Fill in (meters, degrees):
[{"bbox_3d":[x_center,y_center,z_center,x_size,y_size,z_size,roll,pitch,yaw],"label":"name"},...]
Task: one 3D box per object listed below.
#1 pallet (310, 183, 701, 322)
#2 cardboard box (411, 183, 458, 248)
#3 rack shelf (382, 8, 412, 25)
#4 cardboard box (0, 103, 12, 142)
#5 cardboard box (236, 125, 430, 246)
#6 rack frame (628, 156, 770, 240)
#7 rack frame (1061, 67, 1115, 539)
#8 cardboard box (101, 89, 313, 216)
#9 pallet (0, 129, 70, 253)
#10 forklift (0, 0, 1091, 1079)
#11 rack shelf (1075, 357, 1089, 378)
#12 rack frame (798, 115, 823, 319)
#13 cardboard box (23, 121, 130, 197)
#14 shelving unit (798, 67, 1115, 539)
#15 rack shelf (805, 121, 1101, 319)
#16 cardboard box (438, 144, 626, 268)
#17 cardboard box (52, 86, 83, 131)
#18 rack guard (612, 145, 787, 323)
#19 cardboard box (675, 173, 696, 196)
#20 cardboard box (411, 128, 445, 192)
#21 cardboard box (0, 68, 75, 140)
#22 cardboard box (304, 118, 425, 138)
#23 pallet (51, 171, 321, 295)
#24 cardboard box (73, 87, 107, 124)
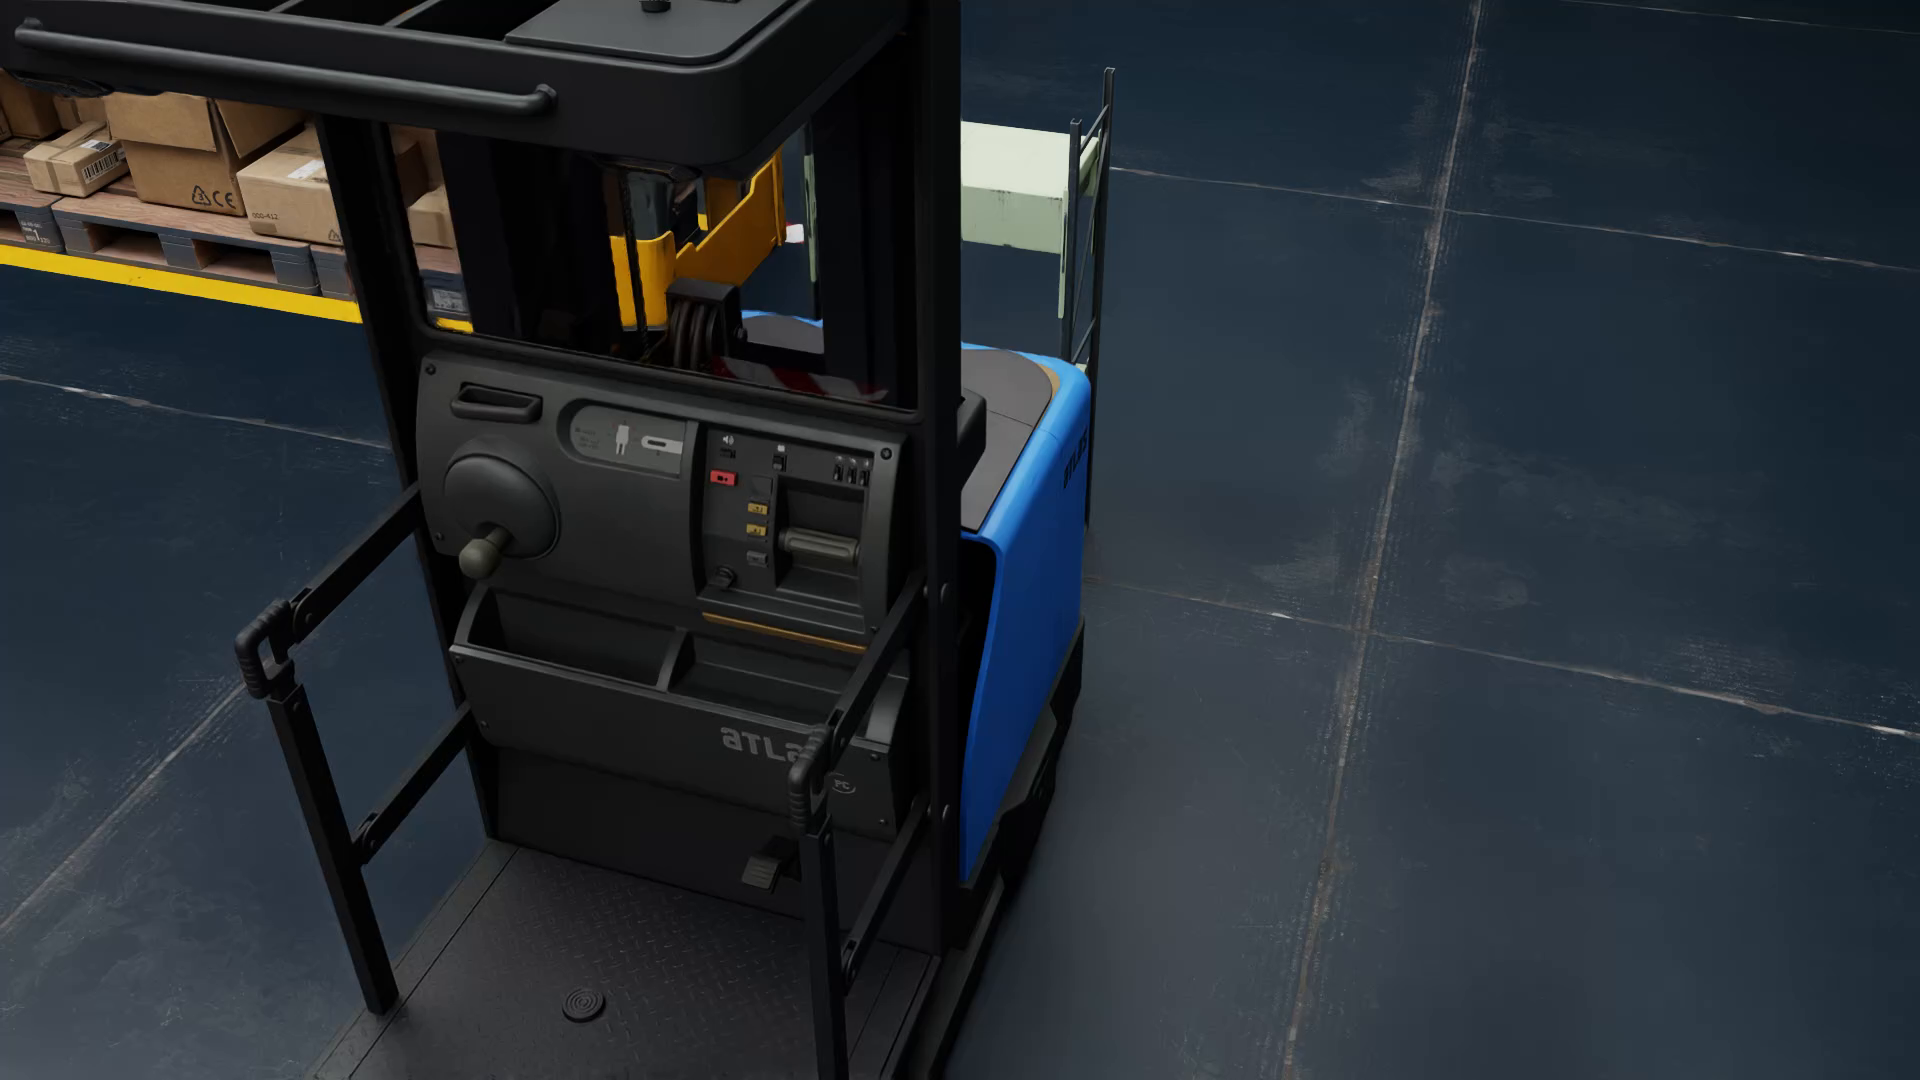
[{"bbox_3d":[-1.807,-1.220,6.730,1.213,0.211,1.003,10,38,14],"label":"pallet"},{"bbox_3d":[-1.926,-1.305,6.511,0.250,0.166,0.380,10,38,14],"label":"cardboard box"},{"bbox_3d":[-2.883,-2.253,6.388,4.000,0.370,1.077,10,38,14],"label":"rack shelf"},{"bbox_3d":[-4.455,-1.794,7.054,0.500,0.311,0.500,10,38,14],"label":"cardboard box"},{"bbox_3d":[-2.464,-1.401,6.571,0.500,0.250,0.500,10,38,14],"label":"cardboard box"},{"bbox_3d":[-0.974,-2.189,5.694,0.127,3.000,1.000,10,38,14],"label":"rack frame"},{"bbox_3d":[0.343,-0.541,4.719,0.023,1.500,0.400,10,38,14],"label":"rack frame"},{"bbox_3d":[-2.997,-1.739,6.817,0.637,0.503,0.797,10,38,14],"label":"cardboard box"},{"bbox_3d":[-4.136,-1.651,7.316,1.213,0.211,1.003,10,38,14],"label":"pallet"},{"bbox_3d":[-0.615,-0.009,2.790,1.130,2.935,3.031,11,38,15],"label":"forklift"},{"bbox_3d":[-0.006,-0.343,5.000,0.720,0.370,0.431,10,38,14],"label":"rack shelf"},{"bbox_3d":[-0.356,-0.670,4.895,0.023,1.500,0.400,10,38,14],"label":"rack frame"},{"bbox_3d":[-3.627,-1.589,6.897,0.250,0.166,0.380,10,38,14],"label":"cardboard box"},{"bbox_3d":[-0.006,-0.605,4.807,0.755,1.500,0.431,10,38,14],"label":"shelving unit"},{"bbox_3d":[-0.006,-0.919,4.576,0.720,0.370,0.431,10,38,14],"label":"rack shelf"},{"bbox_3d":[-1.566,-1.317,6.246,0.500,0.500,0.500,10,38,14],"label":"cardboard box"},{"bbox_3d":[-3.787,-1.953,7.407,0.250,0.149,0.380,10,38,14],"label":"cardboard box"},{"bbox_3d":[-1.046,-1.196,6.453,0.348,0.500,1.175,10,38,14],"label":"rack guard"},{"bbox_3d":[-1.271,-1.487,6.773,0.250,0.149,0.380,10,38,14],"label":"cardboard box"},{"bbox_3d":[-1.885,-1.604,6.847,0.500,0.250,0.500,10,38,14],"label":"cardboard box"},{"bbox_3d":[-4.163,-2.127,7.346,0.500,0.500,0.500,10,38,14],"label":"cardboard box"},{"bbox_3d":[-2.363,-1.692,6.967,0.500,0.250,0.500,10,38,14],"label":"cardboard box"},{"bbox_3d":[-2.968,-1.437,7.024,1.213,0.211,1.003,10,38,14],"label":"pallet"},{"bbox_3d":[-3.447,-1.918,7.222,0.500,0.311,0.500,10,38,14],"label":"cardboard box"}]
